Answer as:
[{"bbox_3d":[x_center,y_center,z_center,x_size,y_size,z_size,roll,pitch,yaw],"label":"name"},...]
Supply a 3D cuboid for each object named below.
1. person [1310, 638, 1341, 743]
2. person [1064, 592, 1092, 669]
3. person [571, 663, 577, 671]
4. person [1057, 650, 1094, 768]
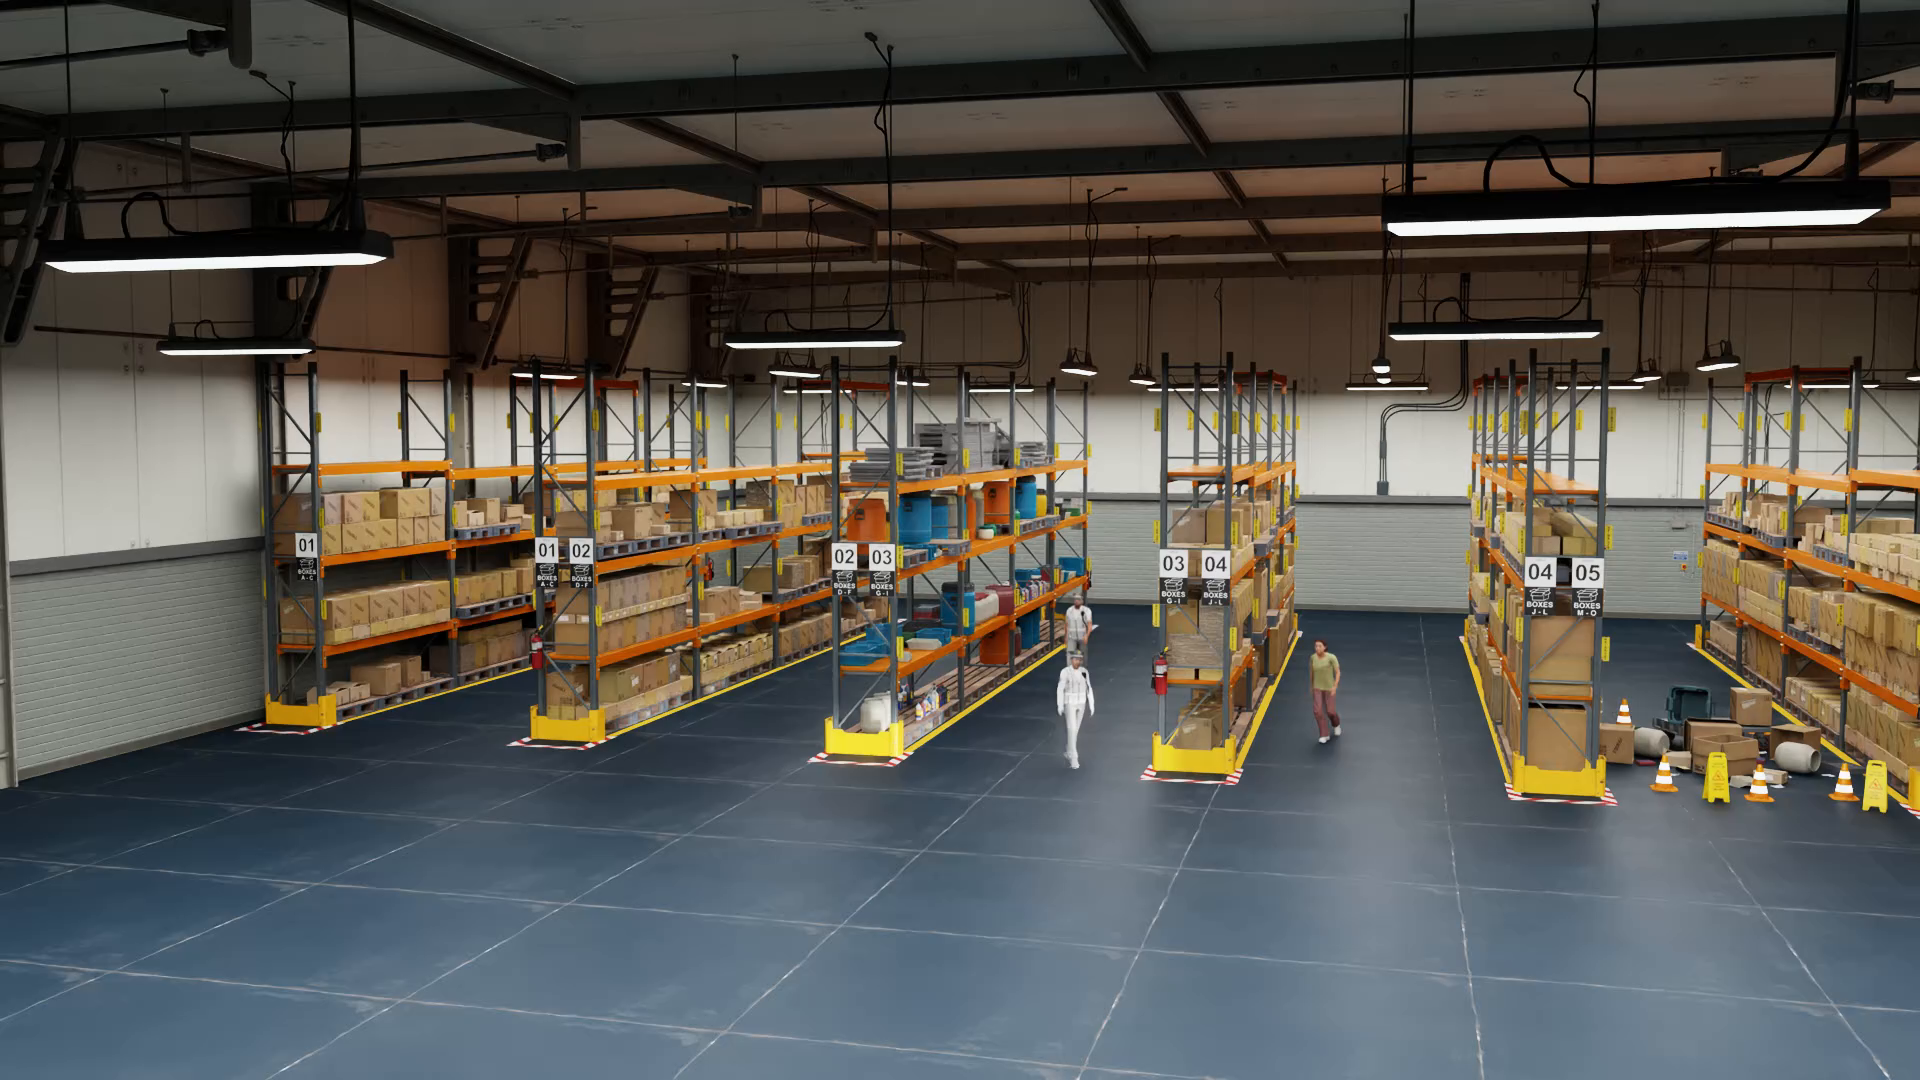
[{"bbox_3d":[5.786,2.341,26.261,0.508,1.644,0.647,2,5,31],"label":"person"},{"bbox_3d":[2.279,1.861,32.050,0.544,1.710,1.062,0,4,5],"label":"person"},{"bbox_3d":[-7.376,1.925,32.378,0.507,1.655,0.746,-1,4,-8],"label":"person"},{"bbox_3d":[1.720,2.445,24.439,0.502,1.673,0.734,-2,4,-27],"label":"person"}]
